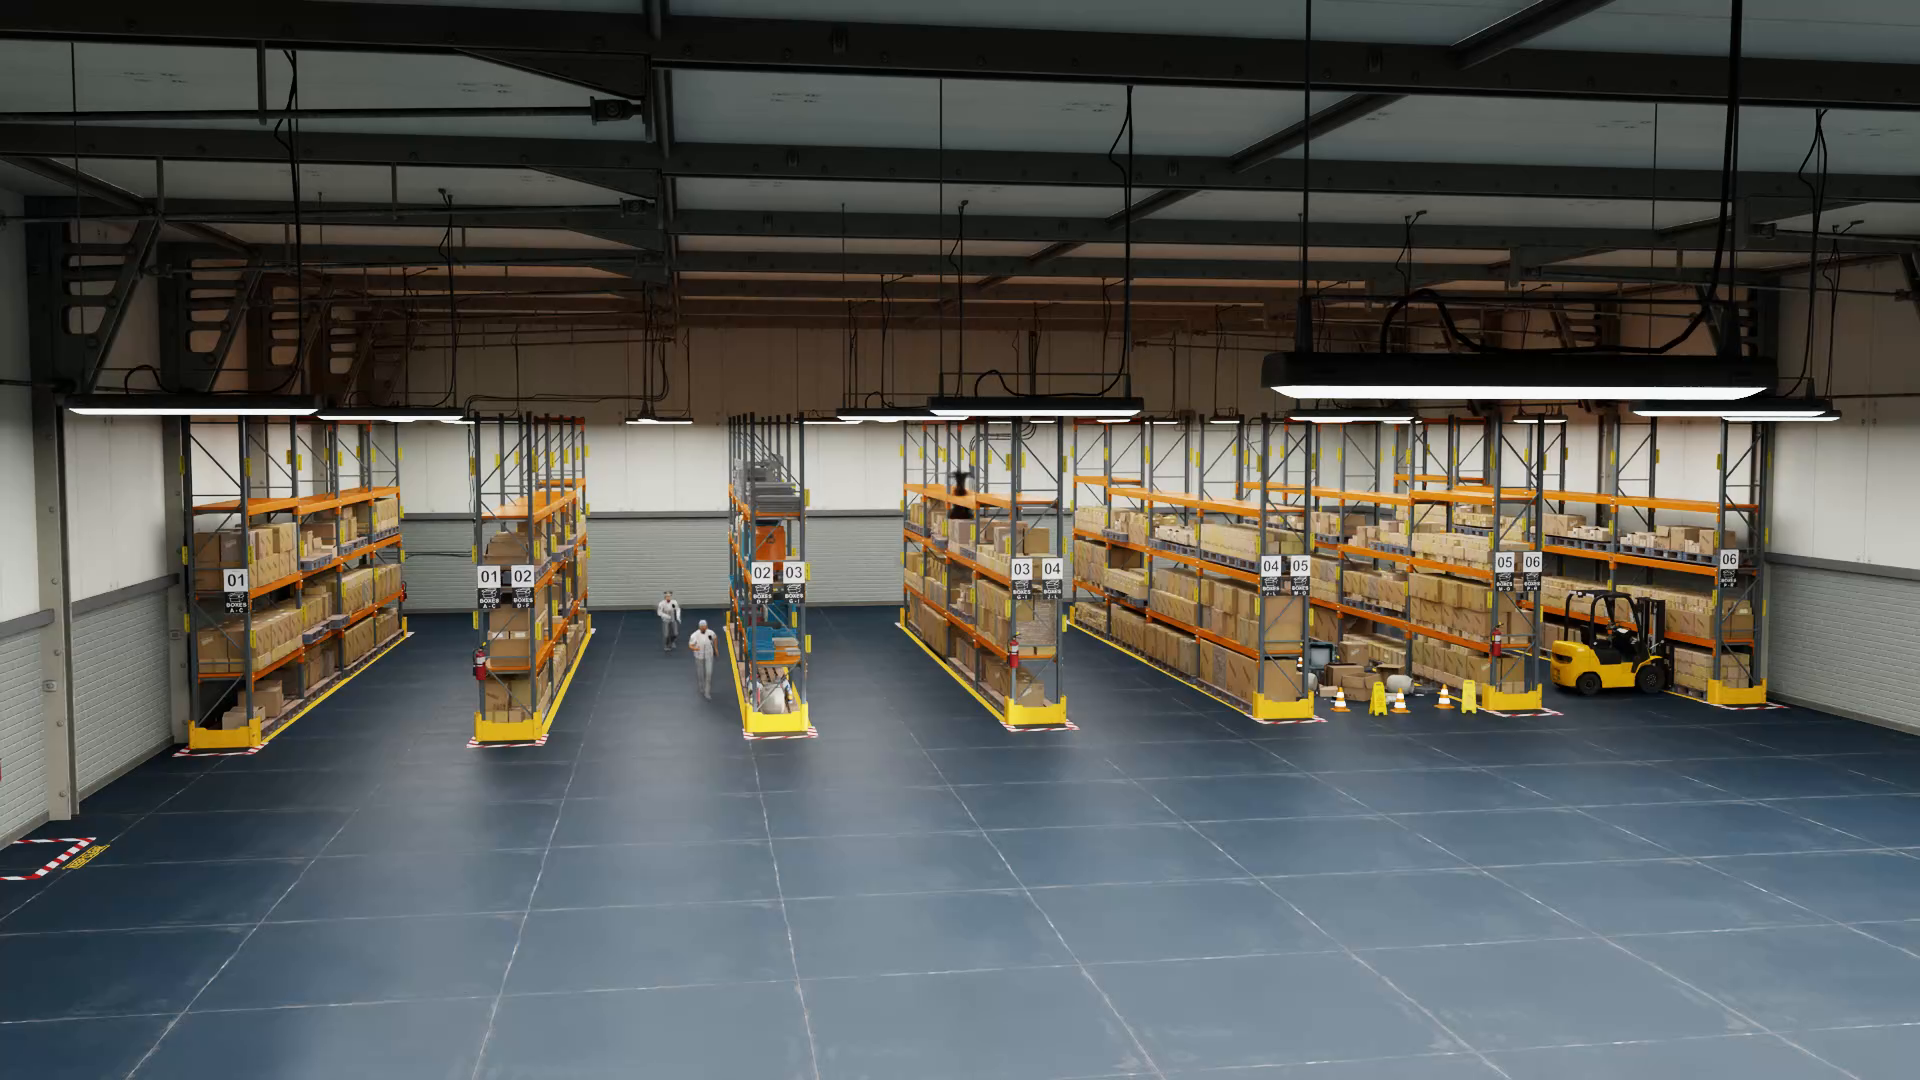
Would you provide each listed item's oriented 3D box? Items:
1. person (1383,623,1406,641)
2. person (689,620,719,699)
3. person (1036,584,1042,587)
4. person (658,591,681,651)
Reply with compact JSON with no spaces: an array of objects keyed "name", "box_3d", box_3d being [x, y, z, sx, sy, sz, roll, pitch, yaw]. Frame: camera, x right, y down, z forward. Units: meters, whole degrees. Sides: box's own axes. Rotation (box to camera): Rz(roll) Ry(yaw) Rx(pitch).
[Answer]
[{"name":"person","box_3d":[11.579,1.879,44.294,0.654,1.688,0.880,-2,4,-25]},{"name":"person","box_3d":[-5.432,2.497,35.277,0.614,1.648,0.969,-1,4,-8]},{"name":"person","box_3d":[2.154,1.672,47.336,0.736,1.659,1.018,1,4,10]},{"name":"person","box_3d":[-7.399,2.064,42.328,0.607,1.572,0.747,-1,4,-19]}]
